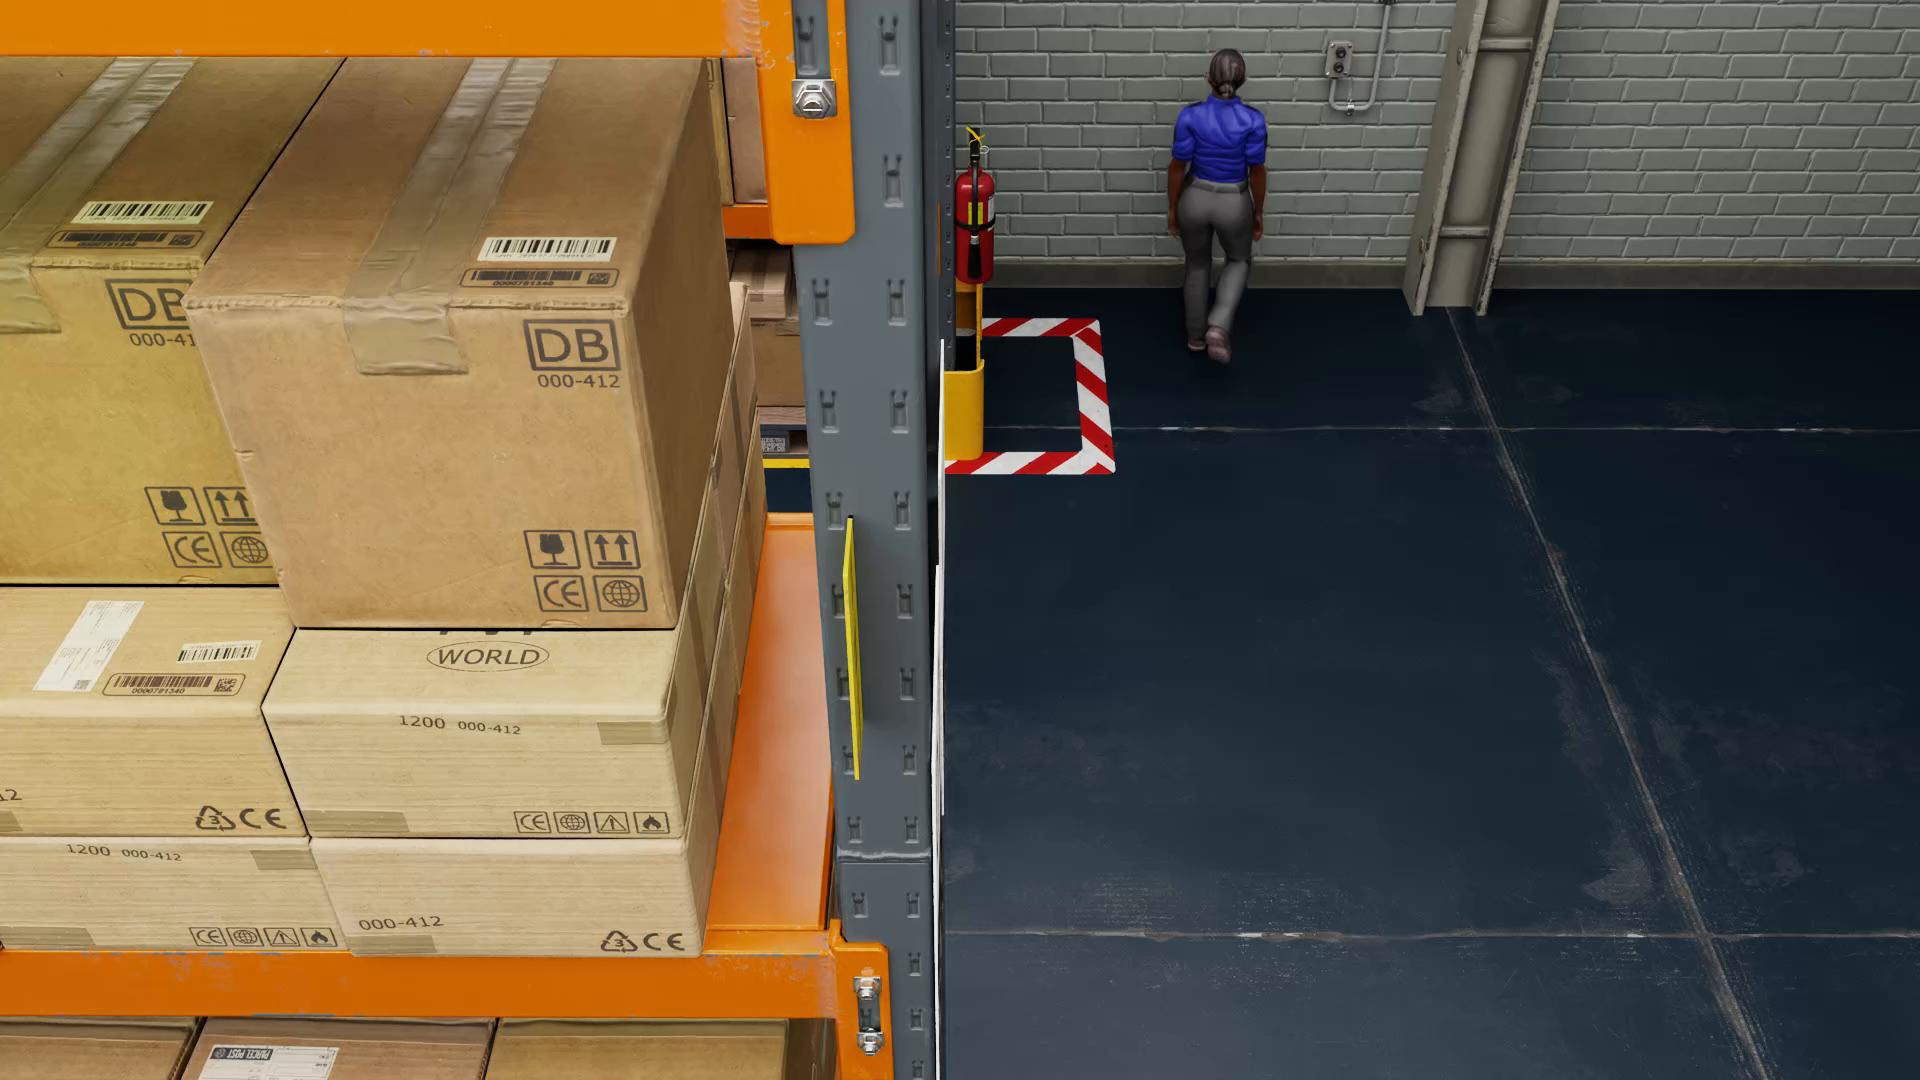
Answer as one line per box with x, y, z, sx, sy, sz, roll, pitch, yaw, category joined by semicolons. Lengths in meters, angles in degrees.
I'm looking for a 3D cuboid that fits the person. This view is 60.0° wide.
1.235;-1.596;8.049;0.480;1.644;0.561;8;41;10;person
